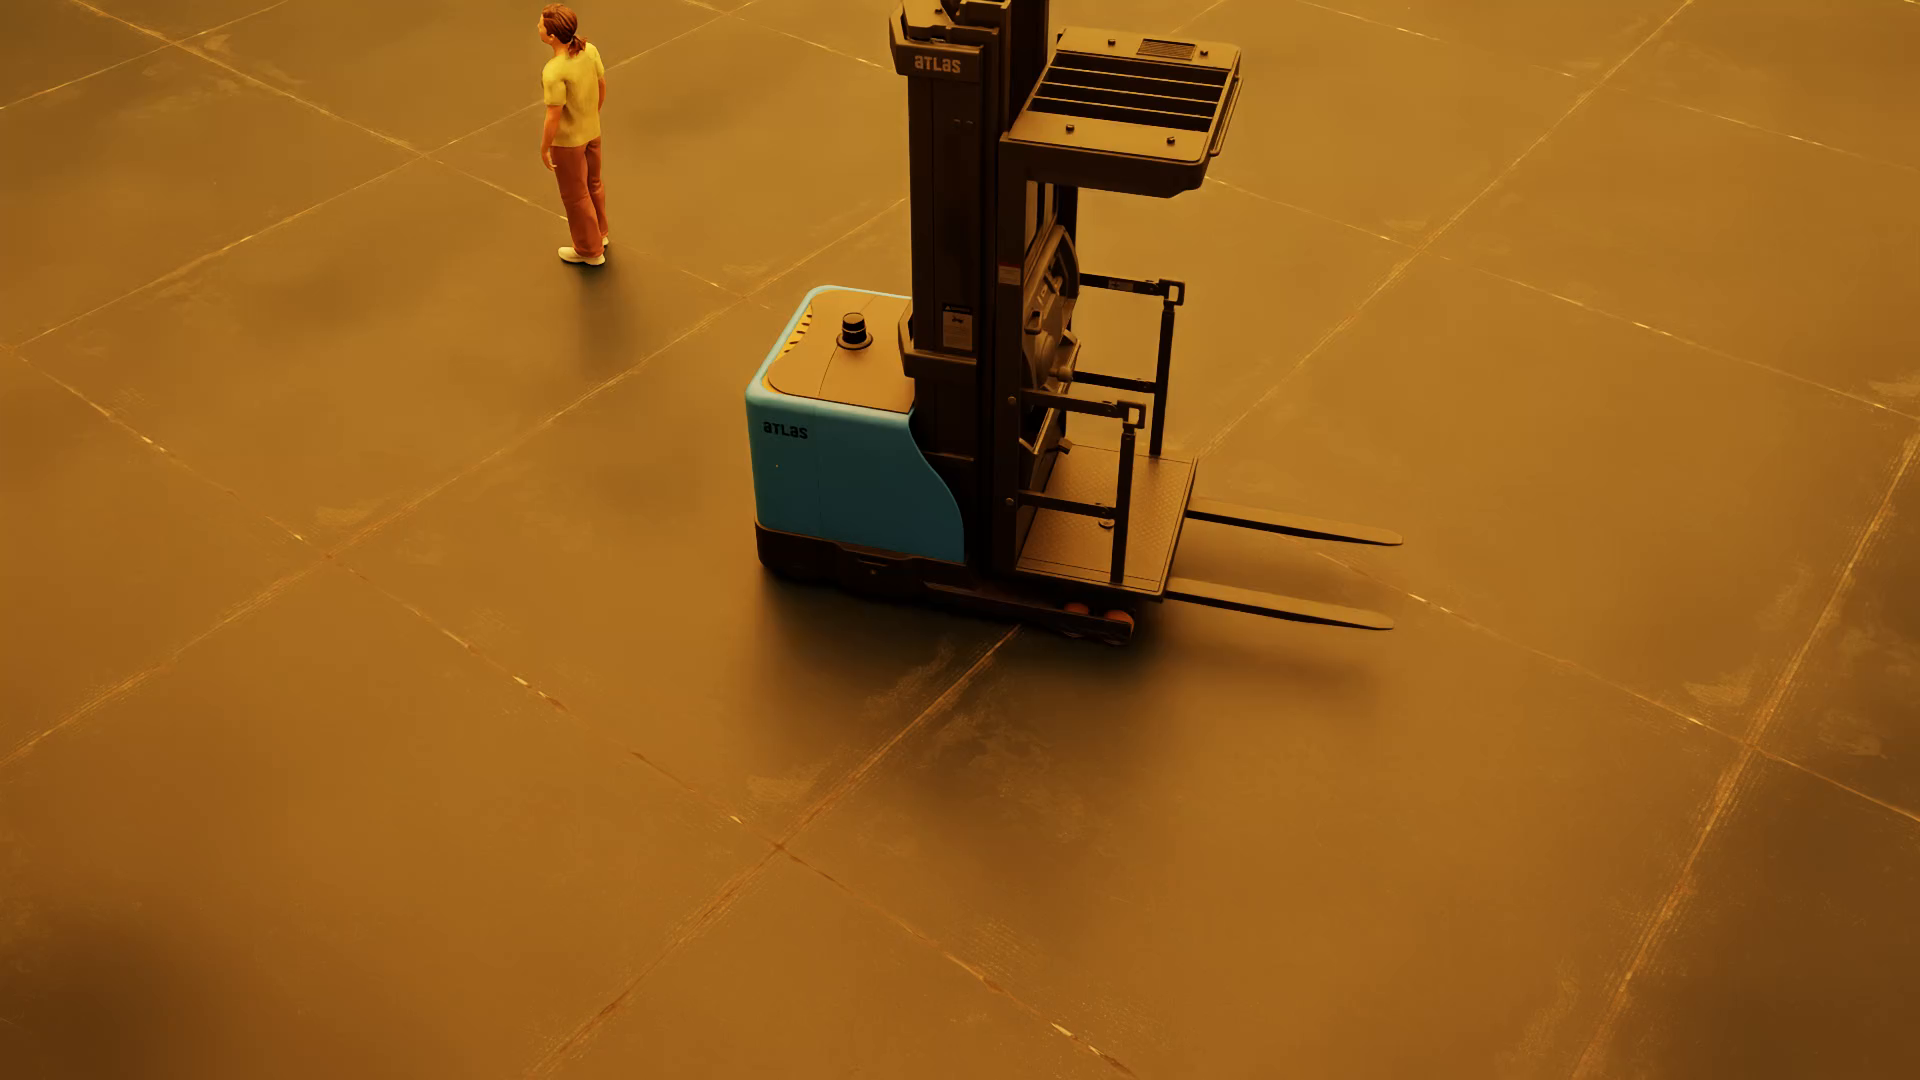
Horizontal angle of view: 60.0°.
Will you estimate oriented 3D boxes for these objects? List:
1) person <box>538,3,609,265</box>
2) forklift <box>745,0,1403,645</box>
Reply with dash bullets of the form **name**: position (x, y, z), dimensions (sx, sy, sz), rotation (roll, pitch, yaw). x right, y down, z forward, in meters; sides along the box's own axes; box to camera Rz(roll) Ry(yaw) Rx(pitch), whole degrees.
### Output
- **person**: position (-2.335, -2.394, 9.839), dimensions (0.550, 1.676, 0.555), rotation (19, 44, 21)
- **forklift**: position (0.587, -1.011, 7.260), dimensions (3.031, 2.935, 1.130), rotation (10, 41, 12)
